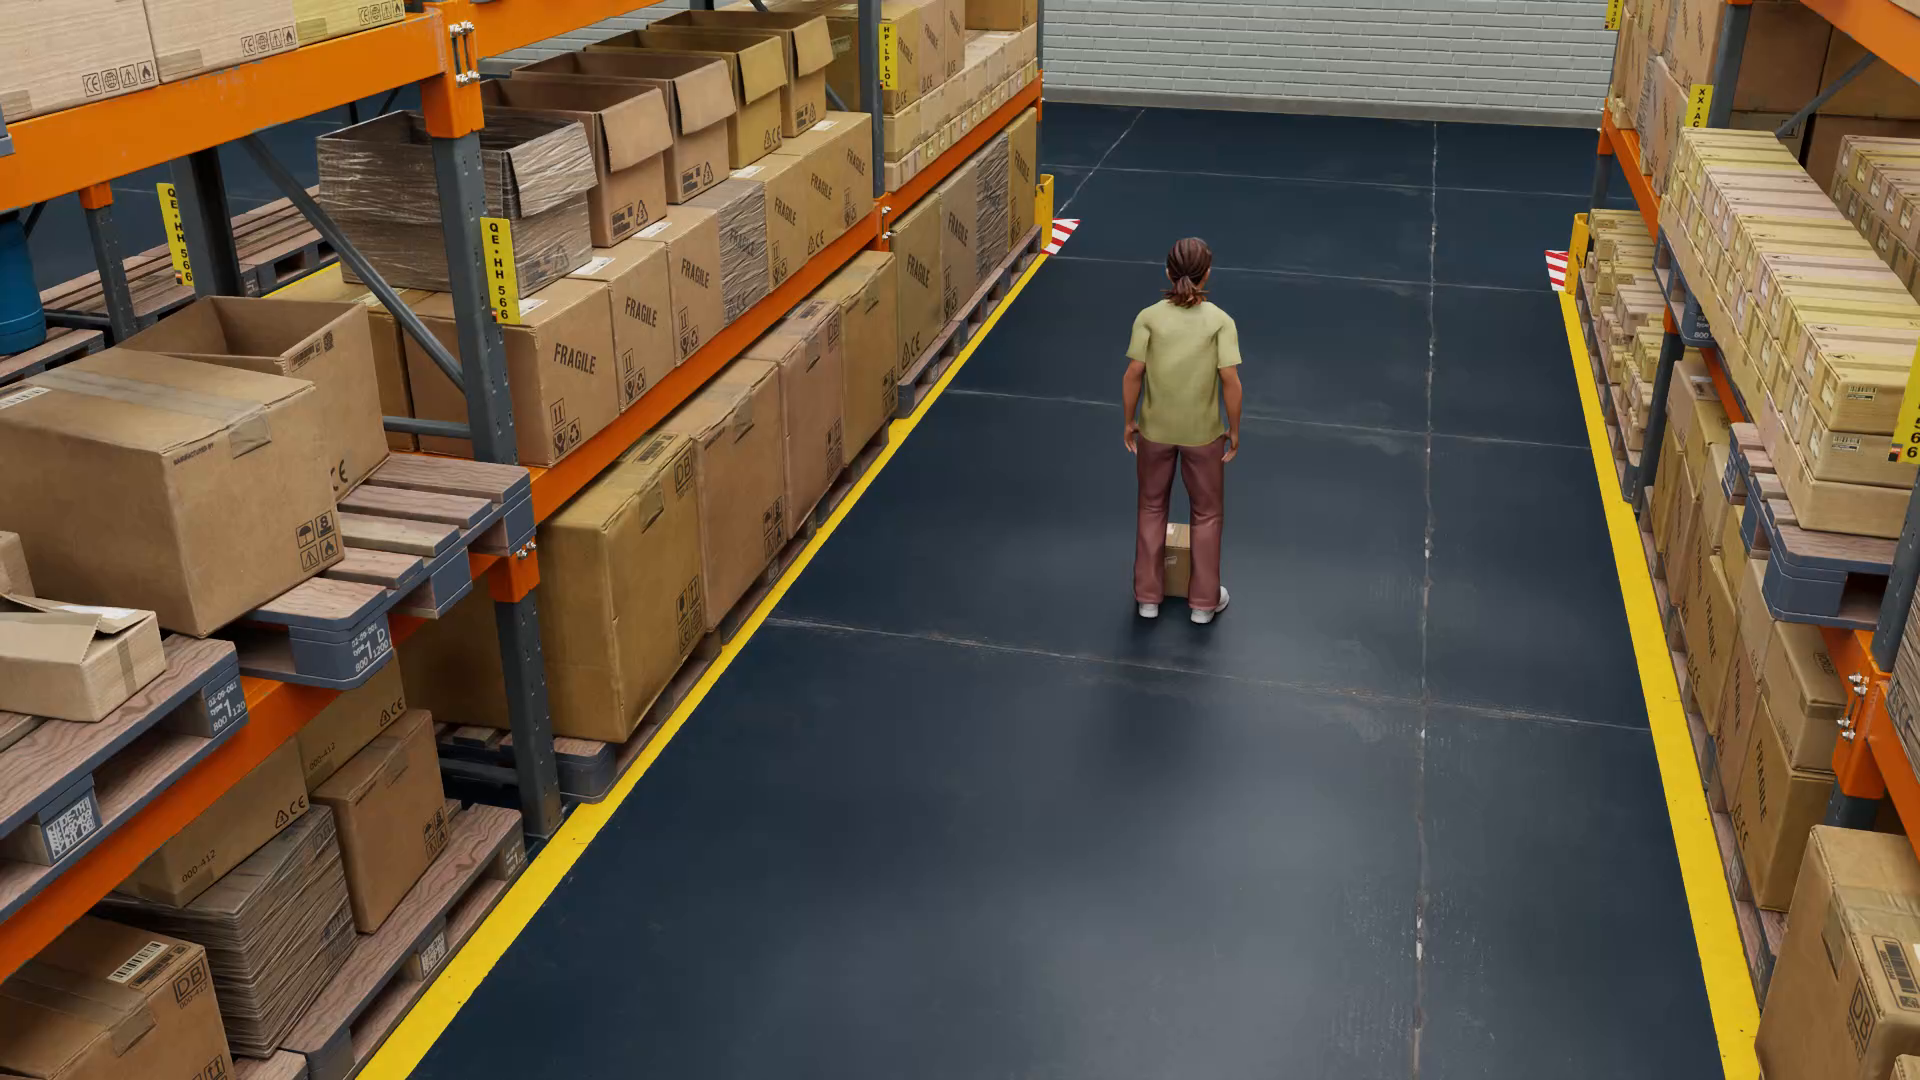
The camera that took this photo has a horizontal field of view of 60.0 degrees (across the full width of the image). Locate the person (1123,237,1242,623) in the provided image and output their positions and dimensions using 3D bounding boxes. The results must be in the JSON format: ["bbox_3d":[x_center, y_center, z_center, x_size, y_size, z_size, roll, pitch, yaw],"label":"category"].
[{"bbox_3d":[0.937,-0.449,7.055,0.499,1.673,0.354,6,26,13],"label":"person"}]
